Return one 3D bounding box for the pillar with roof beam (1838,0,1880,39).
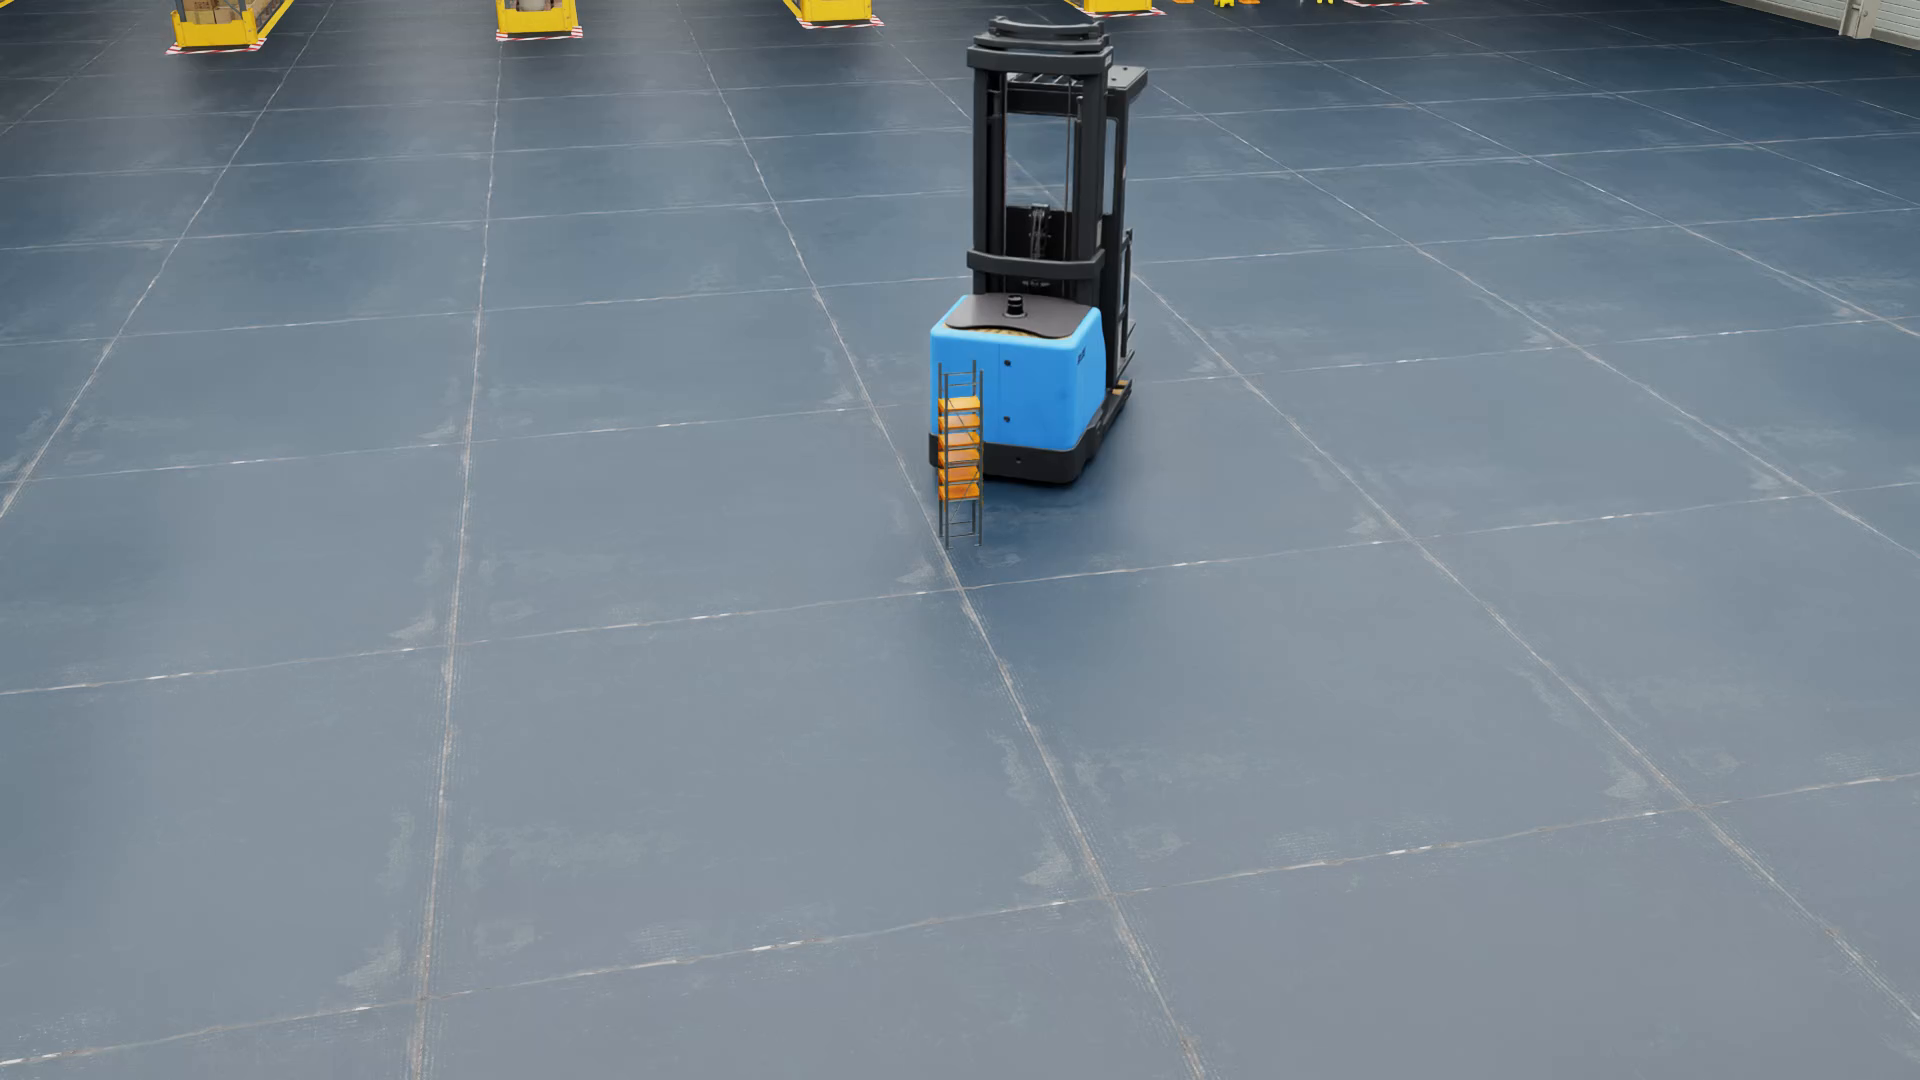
[{"bbox_3d":[10.279,-11.729,24.000,9.100,9.000,0.400,-6,27,-12],"label":"pillar with roof beam"}]

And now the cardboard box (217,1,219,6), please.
[{"bbox_3d":[-12.276,-8.592,27.029,0.500,0.250,0.500,-6,27,-12],"label":"cardboard box"}]

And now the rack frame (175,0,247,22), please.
[{"bbox_3d":[-11.743,-9.208,25.665,1.000,3.000,0.127,-6,27,-12],"label":"rack frame"}]

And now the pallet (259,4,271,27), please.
[{"bbox_3d":[-12.227,-8.829,28.009,1.003,0.211,1.213,-6,27,-12],"label":"pallet"}]

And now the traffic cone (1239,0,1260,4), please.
[{"bbox_3d":[5.206,-9.882,29.815,0.336,0.463,0.334,-6,27,-12],"label":"traffic cone"}]

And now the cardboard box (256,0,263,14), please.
[{"bbox_3d":[-11.875,-8.865,27.570,0.500,0.250,0.500,-6,27,-12],"label":"cardboard box"}]

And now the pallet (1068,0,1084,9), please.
[{"bbox_3d":[2.508,-9.770,29.872,1.003,0.211,1.213,-6,27,-12],"label":"pallet"}]

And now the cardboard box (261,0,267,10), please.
[{"bbox_3d":[-11.983,-9.085,28.006,0.500,0.250,0.500,-6,27,-12],"label":"cardboard box"}]

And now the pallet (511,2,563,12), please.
[{"bbox_3d":[-7.157,-8.850,28.050,1.003,0.211,1.213,-6,27,-12],"label":"pallet"}]

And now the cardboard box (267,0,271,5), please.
[{"bbox_3d":[-12.097,-9.304,28.440,0.500,0.250,0.500,-6,27,-12],"label":"cardboard box"}]

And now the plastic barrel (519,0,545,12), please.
[{"bbox_3d":[-7.139,-9.068,27.681,0.421,0.512,0.421,0,27,0],"label":"plastic barrel"}]

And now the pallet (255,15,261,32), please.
[{"bbox_3d":[-11.956,-8.295,26.950,1.003,0.211,1.213,-6,27,-12],"label":"pallet"}]

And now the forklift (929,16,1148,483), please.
[{"bbox_3d":[0.701,-2.341,12.136,1.130,2.935,3.031,8,28,15],"label":"forklift"}]

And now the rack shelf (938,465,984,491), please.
[{"bbox_3d":[0.003,-0.382,10.541,0.258,0.103,0.180,-6,27,-12],"label":"rack shelf"}]

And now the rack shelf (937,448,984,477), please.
[{"bbox_3d":[0.003,-0.490,10.487,0.258,0.103,0.180,-6,27,-12],"label":"rack shelf"}]

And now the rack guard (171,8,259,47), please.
[{"bbox_3d":[-11.737,-8.082,26.207,1.175,0.500,0.348,-6,27,-12],"label":"rack guard"}]

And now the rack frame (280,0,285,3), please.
[{"bbox_3d":[-12.644,-10.964,29.144,1.000,3.000,0.127,-6,27,-12],"label":"rack frame"}]

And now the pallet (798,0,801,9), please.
[{"bbox_3d":[-2.256,-9.361,29.062,1.003,0.211,1.213,-6,27,-12],"label":"pallet"}]

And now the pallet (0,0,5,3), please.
[{"bbox_3d":[-17.647,-9.556,29.449,1.003,0.211,1.213,-6,27,-12],"label":"pallet"}]

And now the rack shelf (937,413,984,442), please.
[{"bbox_3d":[0.003,-0.704,10.379,0.258,0.103,0.180,-6,27,-12],"label":"rack shelf"}]

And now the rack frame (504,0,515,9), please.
[{"bbox_3d":[-6.916,-9.710,26.658,1.000,3.000,0.127,-6,27,-12],"label":"rack frame"}]

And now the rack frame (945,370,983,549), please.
[{"bbox_3d":[0.024,-0.489,10.387,0.240,1.200,0.006,-6,27,-12],"label":"rack frame"}]

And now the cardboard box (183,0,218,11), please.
[{"bbox_3d":[-12.154,-8.708,26.427,0.500,0.500,0.500,-6,27,-12],"label":"cardboard box"}]

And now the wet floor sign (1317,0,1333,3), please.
[{"bbox_3d":[6.565,-9.976,29.798,0.267,0.644,0.232,3,27,6],"label":"wet floor sign"}]

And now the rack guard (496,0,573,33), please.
[{"bbox_3d":[-6.979,-8.622,27.278,1.175,0.500,0.348,-6,27,-12],"label":"rack guard"}]

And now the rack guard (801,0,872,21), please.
[{"bbox_3d":[-2.108,-9.130,28.284,1.175,0.500,0.348,-6,27,-12],"label":"rack guard"}]

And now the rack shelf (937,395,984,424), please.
[{"bbox_3d":[0.003,-0.811,10.325,0.258,0.103,0.180,-6,27,-12],"label":"rack shelf"}]

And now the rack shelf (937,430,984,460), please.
[{"bbox_3d":[0.003,-0.597,10.433,0.258,0.103,0.180,-6,27,-12],"label":"rack shelf"}]

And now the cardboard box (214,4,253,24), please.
[{"bbox_3d":[-11.647,-8.426,26.701,0.500,0.250,0.500,-6,27,-12],"label":"cardboard box"}]

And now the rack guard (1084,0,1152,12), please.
[{"bbox_3d":[2.770,-9.545,29.107,1.175,0.500,0.348,-6,27,-12],"label":"rack guard"}]

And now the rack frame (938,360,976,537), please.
[{"bbox_3d":[-0.017,-0.569,10.547,0.240,1.200,0.006,-6,27,-12],"label":"rack frame"}]

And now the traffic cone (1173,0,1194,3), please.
[{"bbox_3d":[4.028,-9.917,29.884,0.336,0.463,0.334,-6,27,-12],"label":"traffic cone"}]

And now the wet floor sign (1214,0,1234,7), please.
[{"bbox_3d":[4.700,-9.809,29.468,0.267,0.644,0.232,-11,29,-20],"label":"wet floor sign"}]

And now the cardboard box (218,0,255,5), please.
[{"bbox_3d":[-11.761,-8.980,26.966,0.500,0.500,0.500,-6,27,-12],"label":"cardboard box"}]

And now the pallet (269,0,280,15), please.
[{"bbox_3d":[-12.506,-9.366,29.072,1.003,0.211,1.213,-6,27,-12],"label":"pallet"}]

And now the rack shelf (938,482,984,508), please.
[{"bbox_3d":[0.003,-0.275,10.595,0.258,0.103,0.180,-6,27,-12],"label":"rack shelf"}]

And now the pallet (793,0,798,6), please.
[{"bbox_3d":[-2.528,-9.896,30.121,1.003,0.211,1.213,-6,27,-12],"label":"pallet"}]

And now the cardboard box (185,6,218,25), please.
[{"bbox_3d":[-12.152,-8.374,26.596,0.500,0.250,0.500,-6,27,-12],"label":"cardboard box"}]

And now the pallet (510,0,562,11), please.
[{"bbox_3d":[-7.428,-9.385,29.110,1.003,0.211,1.213,-6,27,-12],"label":"pallet"}]

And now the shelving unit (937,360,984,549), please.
[{"bbox_3d":[0.003,-0.529,10.467,0.258,1.200,0.189,-6,27,-12],"label":"shelving unit"}]

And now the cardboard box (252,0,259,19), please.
[{"bbox_3d":[-11.763,-8.645,27.135,0.500,0.250,0.500,-6,27,-12],"label":"cardboard box"}]
